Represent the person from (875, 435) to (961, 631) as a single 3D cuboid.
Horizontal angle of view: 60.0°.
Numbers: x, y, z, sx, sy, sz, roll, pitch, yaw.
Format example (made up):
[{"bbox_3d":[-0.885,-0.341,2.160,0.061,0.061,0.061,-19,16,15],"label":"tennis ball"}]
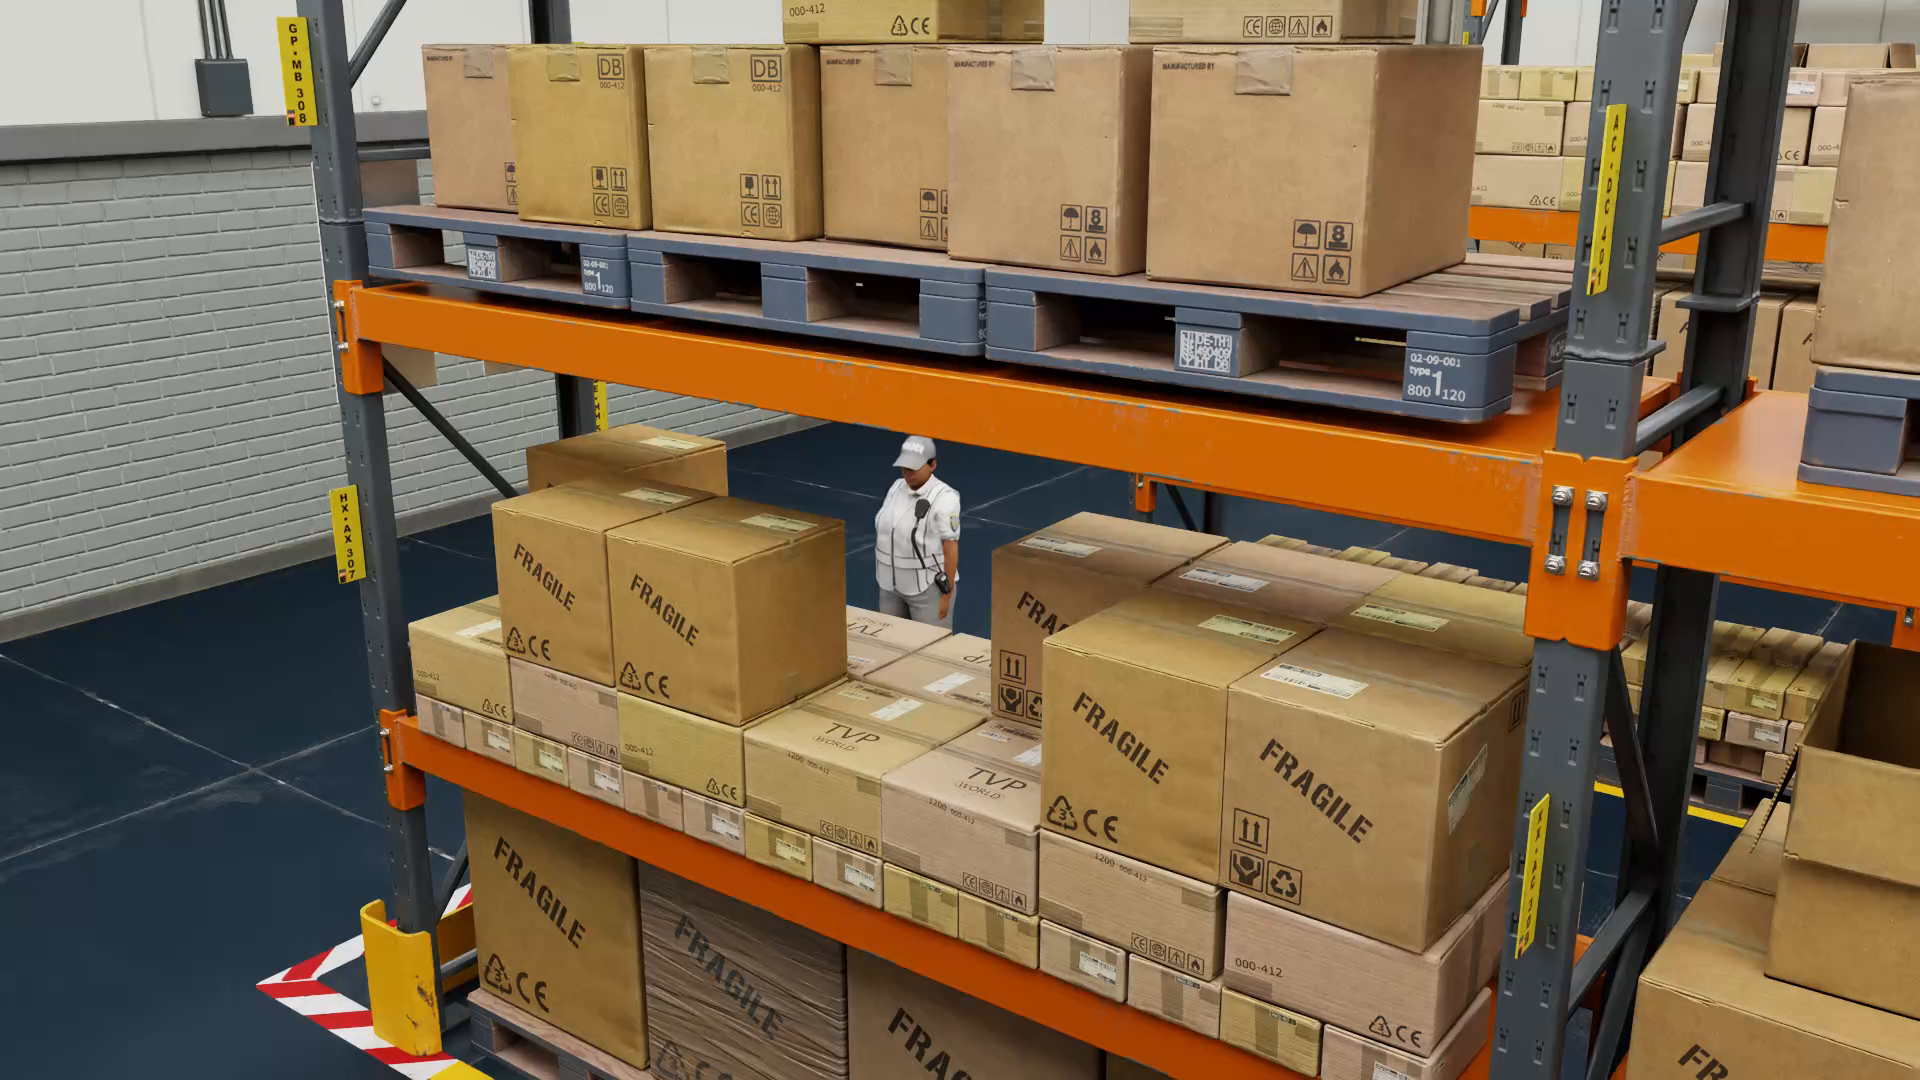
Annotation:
[{"bbox_3d":[-0.220,0.266,8.672,0.469,1.665,0.390,13,21,36],"label":"person"}]
